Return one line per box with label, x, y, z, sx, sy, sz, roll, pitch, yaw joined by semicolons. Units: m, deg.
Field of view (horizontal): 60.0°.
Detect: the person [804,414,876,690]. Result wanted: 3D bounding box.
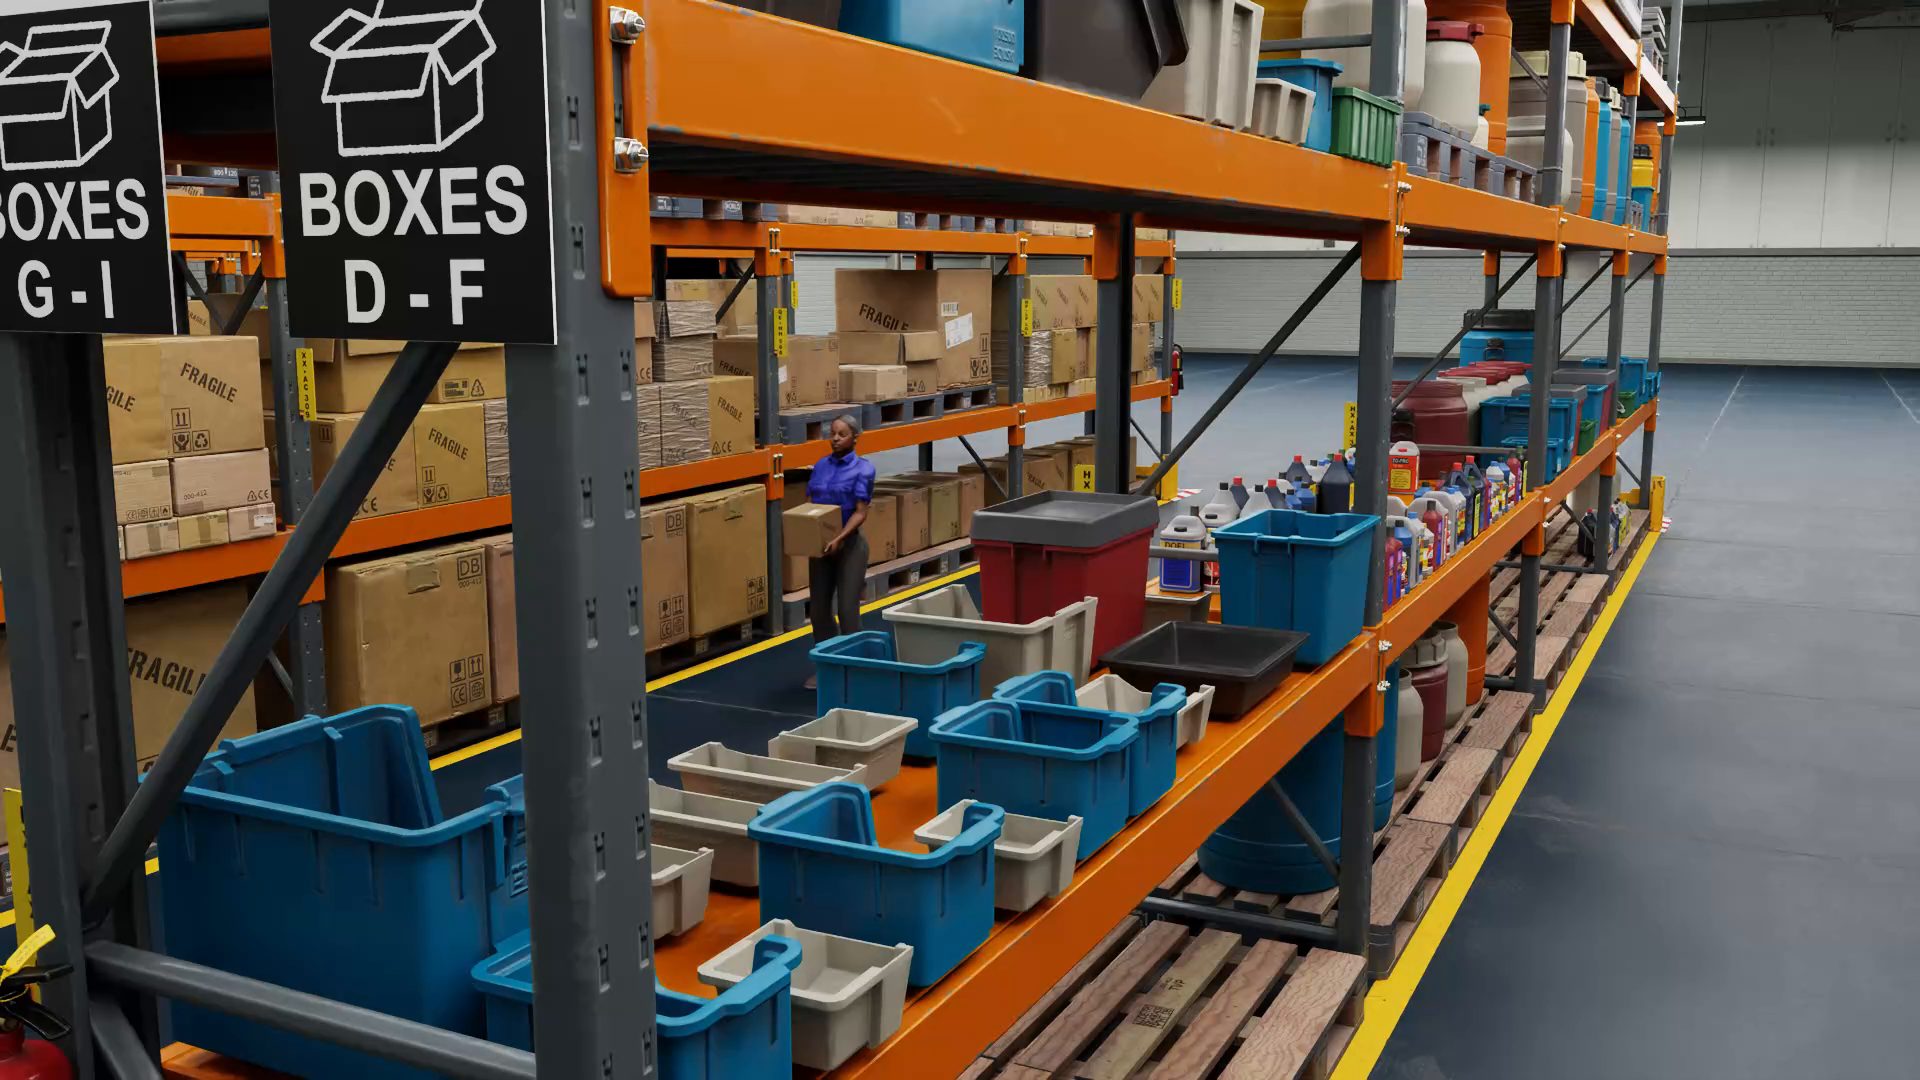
person;-0.766;0.088;9.877;0.451;1.651;0.510;5;11;30
